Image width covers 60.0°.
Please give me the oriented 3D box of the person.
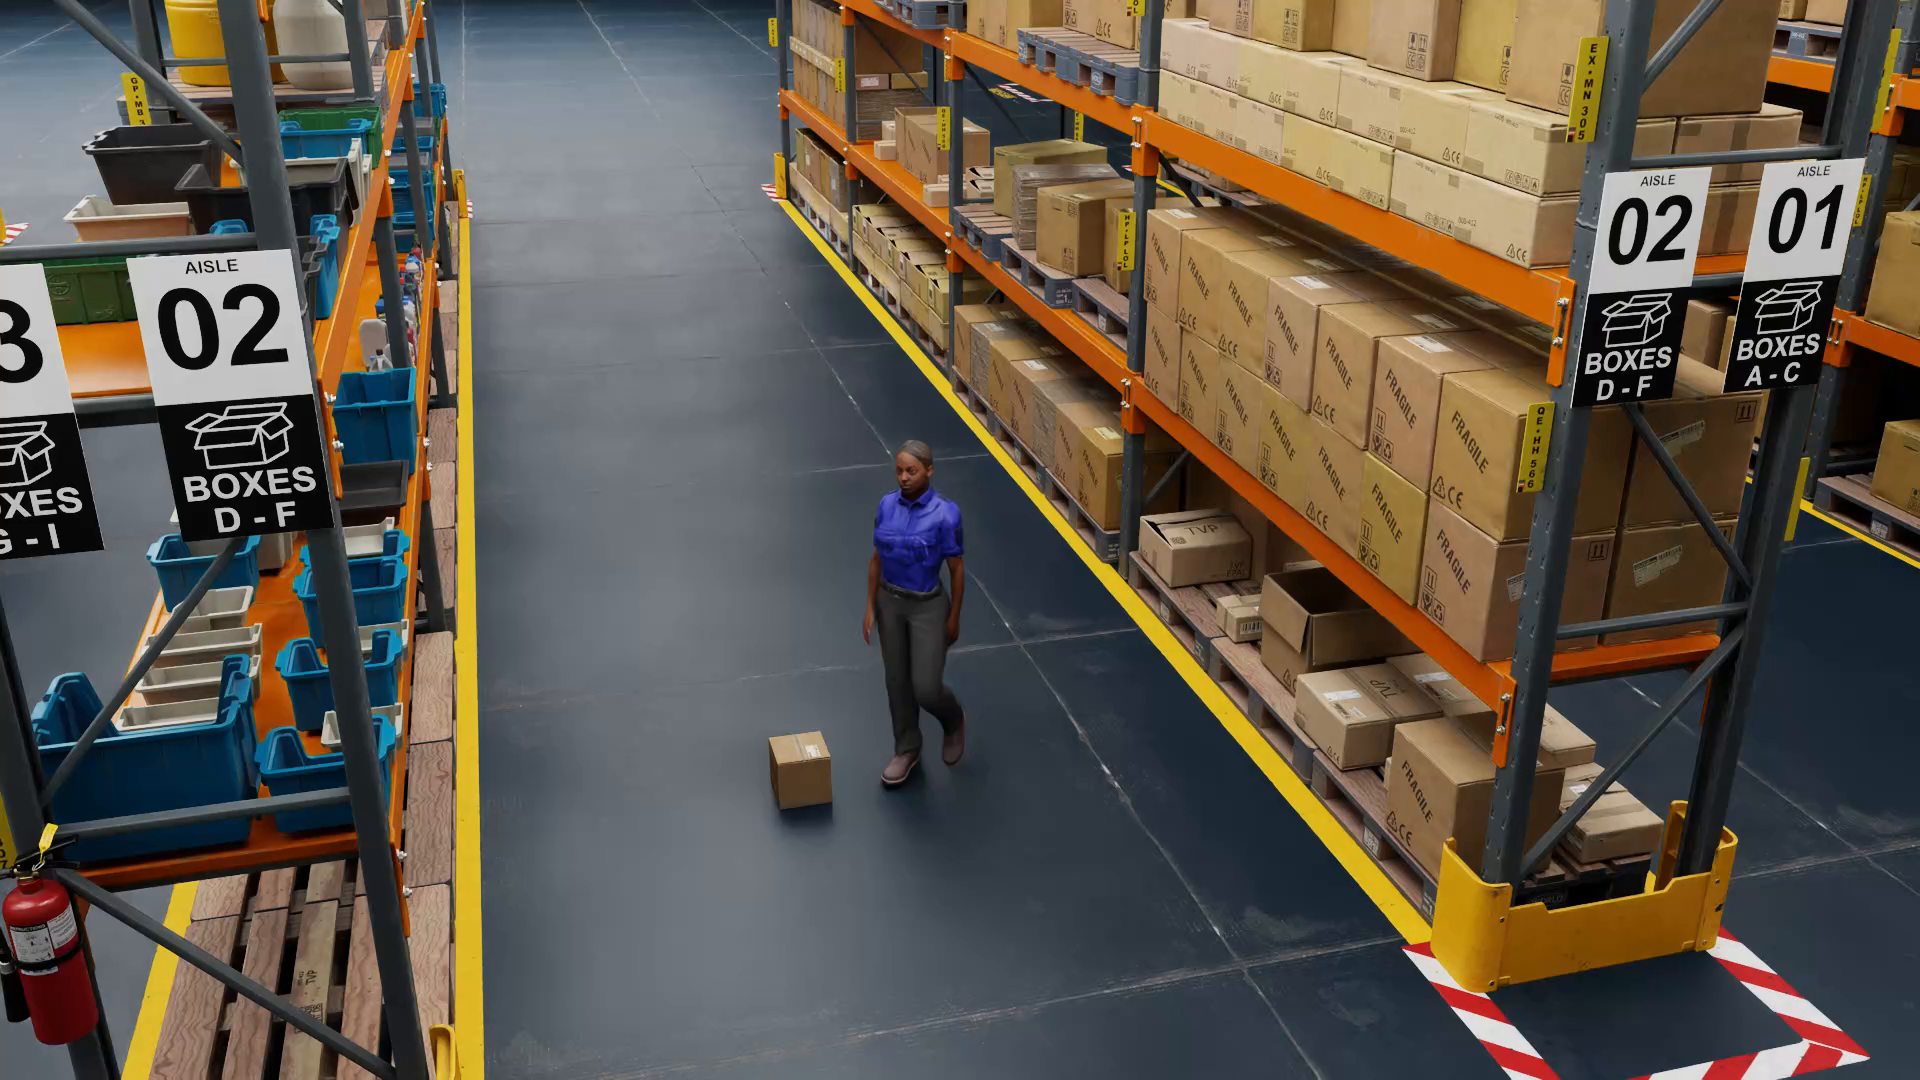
[{"bbox_3d":[-0.211,0.339,7.777,0.454,1.648,0.482,12,26,27],"label":"person"}]
